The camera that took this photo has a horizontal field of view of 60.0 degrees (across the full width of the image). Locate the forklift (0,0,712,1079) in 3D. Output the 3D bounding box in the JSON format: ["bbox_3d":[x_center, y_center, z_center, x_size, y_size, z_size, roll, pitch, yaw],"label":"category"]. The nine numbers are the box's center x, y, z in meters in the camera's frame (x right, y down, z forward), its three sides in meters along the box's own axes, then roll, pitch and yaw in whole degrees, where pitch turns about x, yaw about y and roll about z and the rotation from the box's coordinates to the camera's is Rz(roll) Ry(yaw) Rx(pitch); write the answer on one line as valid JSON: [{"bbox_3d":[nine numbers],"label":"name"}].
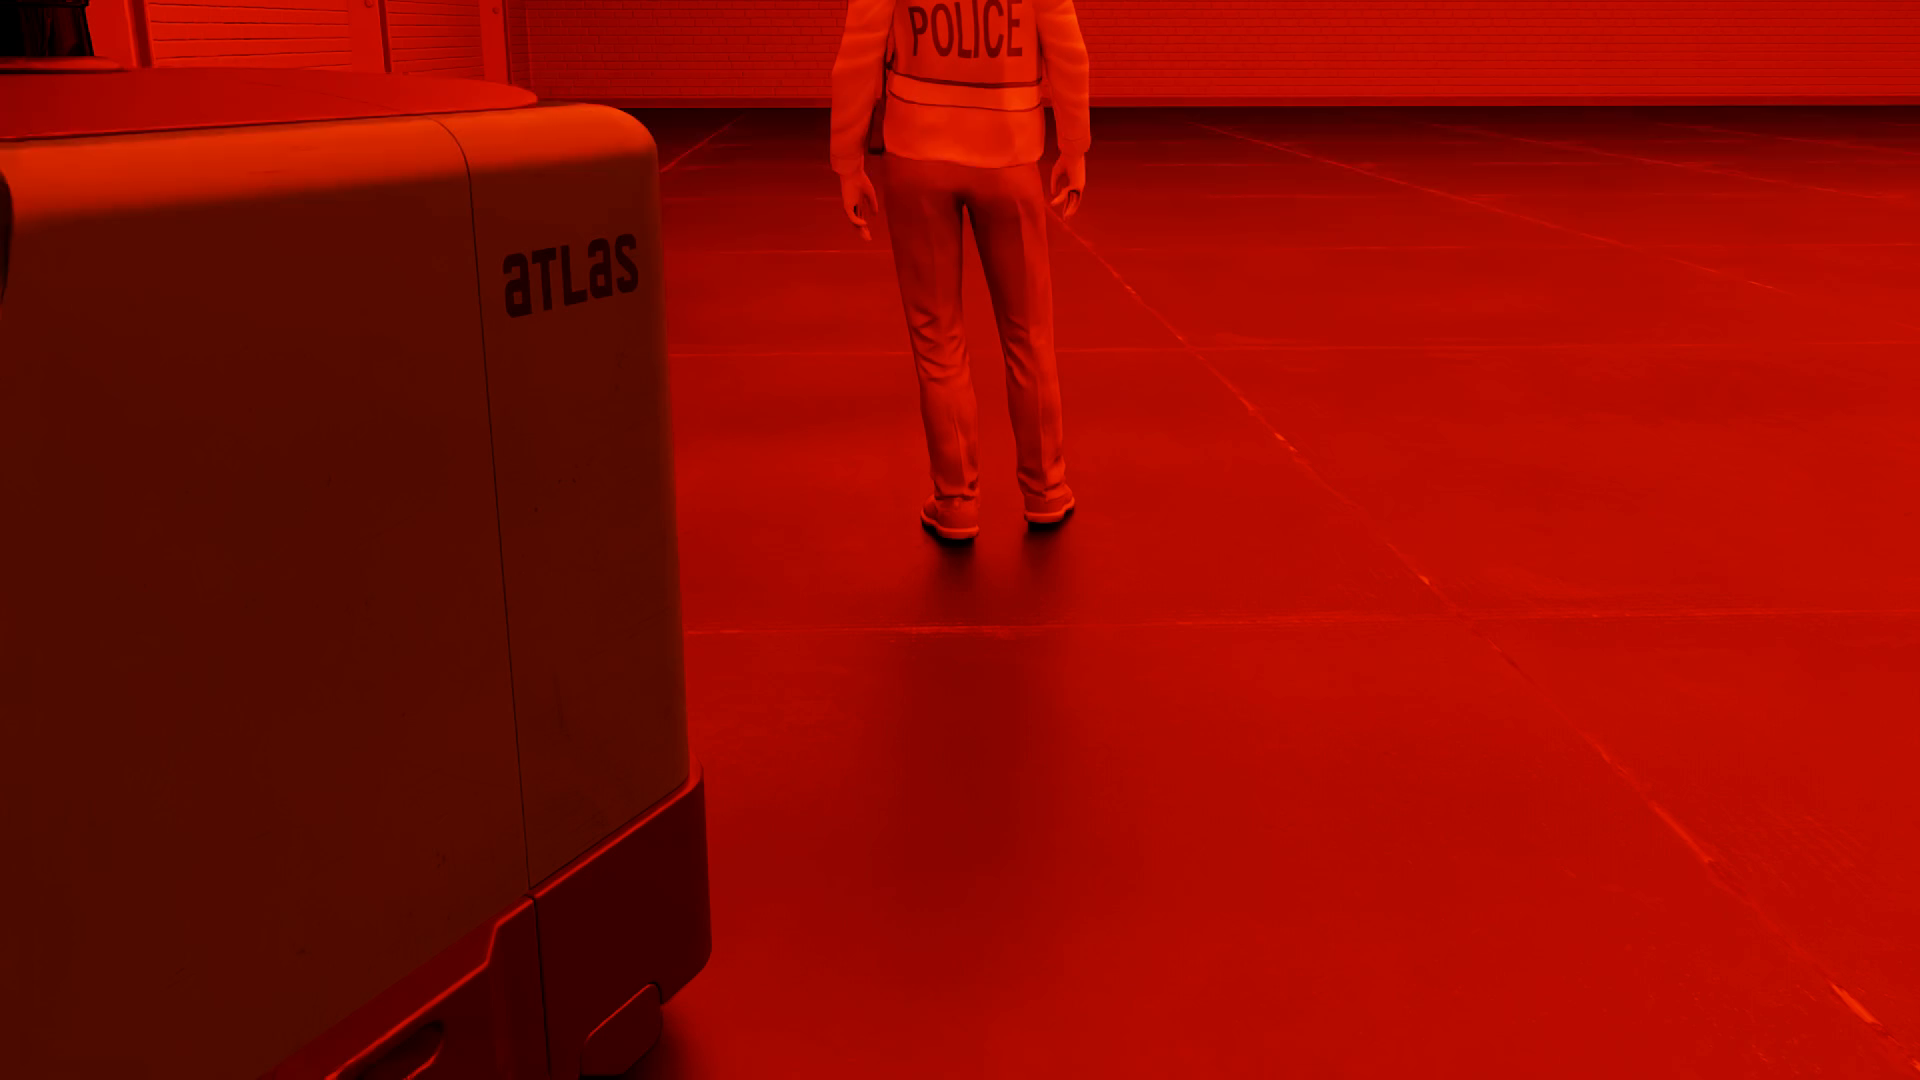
[{"bbox_3d":[-1.385,-0.507,0.565,1.130,2.935,3.031,8,19,24],"label":"forklift"}]

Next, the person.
[{"bbox_3d":[0.003,-0.837,3.734,0.586,1.694,0.532,-1,17,-3],"label":"person"}]
